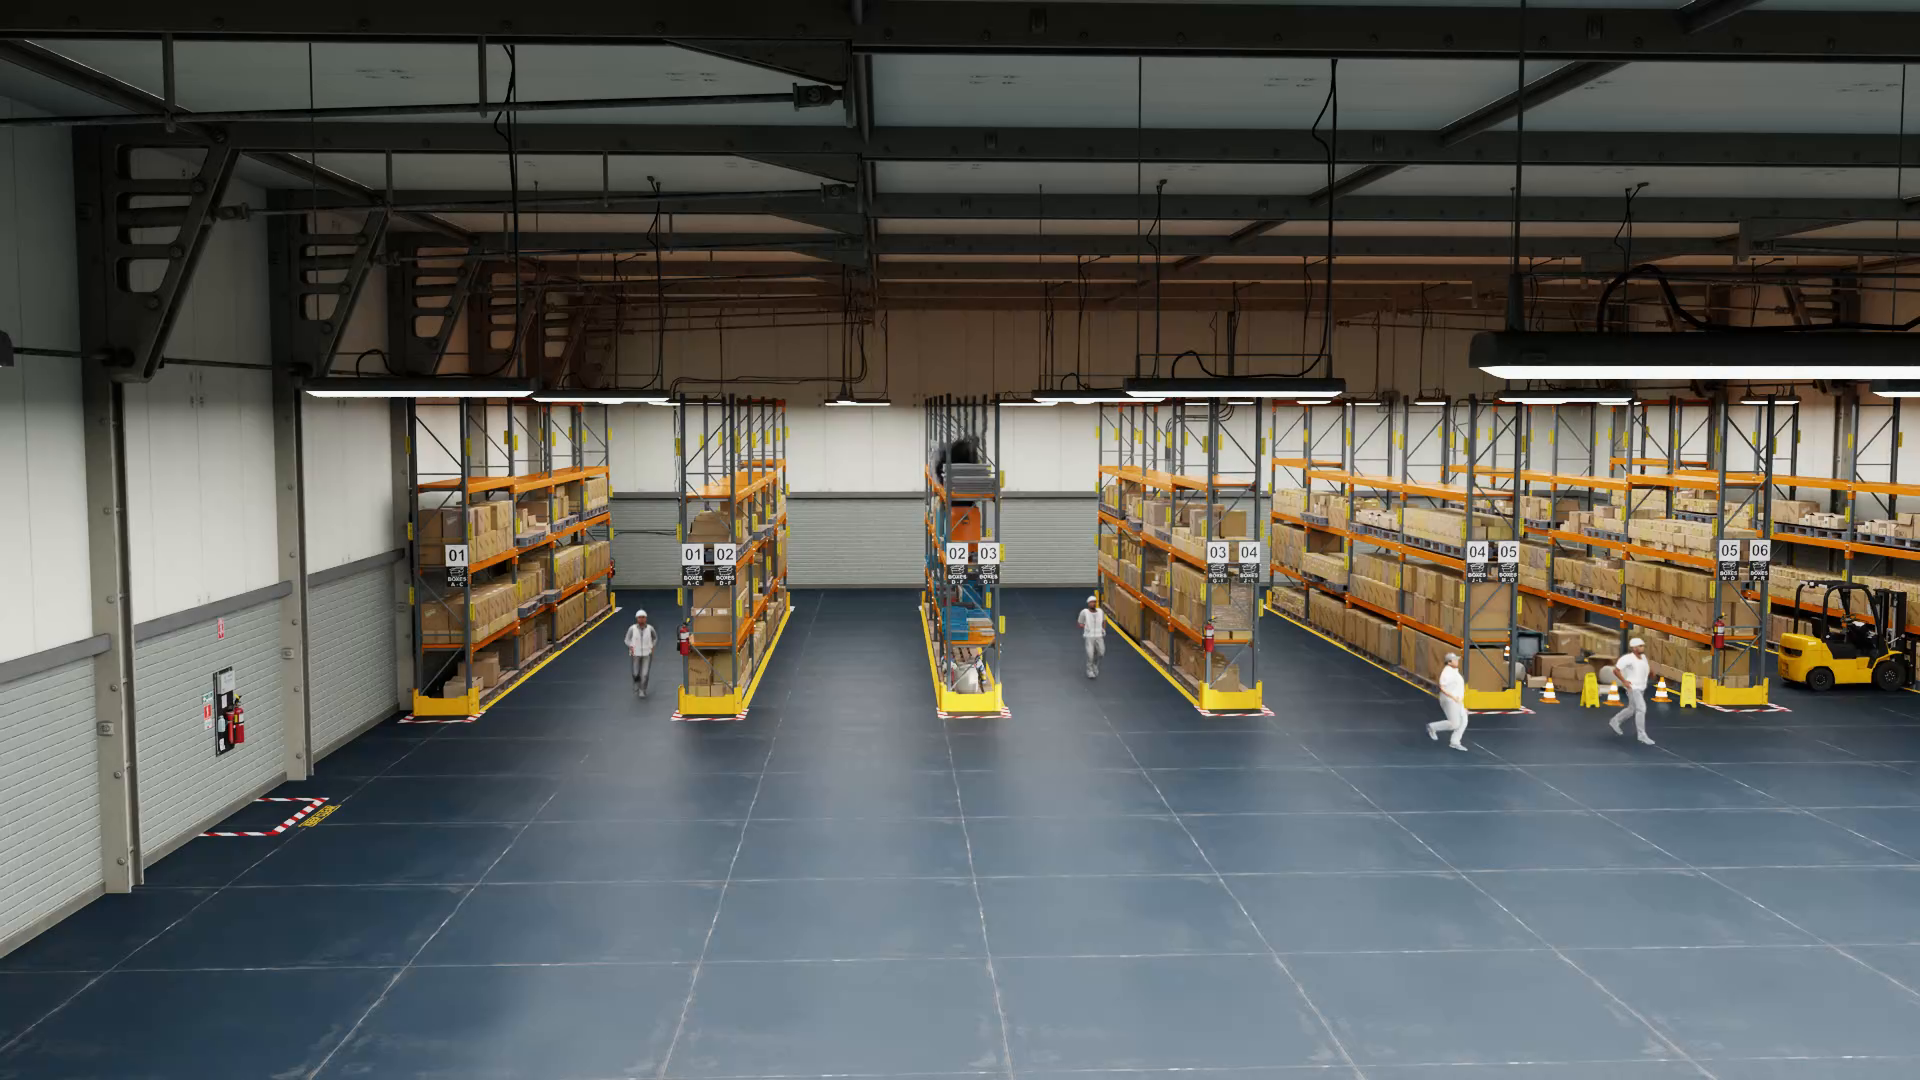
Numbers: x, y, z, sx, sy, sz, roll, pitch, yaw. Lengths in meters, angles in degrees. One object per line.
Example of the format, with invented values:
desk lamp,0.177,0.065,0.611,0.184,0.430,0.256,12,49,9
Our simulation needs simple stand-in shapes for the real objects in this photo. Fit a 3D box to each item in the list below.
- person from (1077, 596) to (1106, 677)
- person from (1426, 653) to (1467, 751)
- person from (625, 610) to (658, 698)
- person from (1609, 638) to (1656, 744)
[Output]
person,2.839,2.060,35.253,0.669,1.737,0.589,-1,5,-12
person,8.233,2.713,28.025,0.662,1.639,0.614,3,5,33
person,-6.311,2.253,32.990,0.647,1.727,0.580,-1,5,-12
person,11.586,2.558,28.587,0.685,1.778,0.891,-4,6,-40
